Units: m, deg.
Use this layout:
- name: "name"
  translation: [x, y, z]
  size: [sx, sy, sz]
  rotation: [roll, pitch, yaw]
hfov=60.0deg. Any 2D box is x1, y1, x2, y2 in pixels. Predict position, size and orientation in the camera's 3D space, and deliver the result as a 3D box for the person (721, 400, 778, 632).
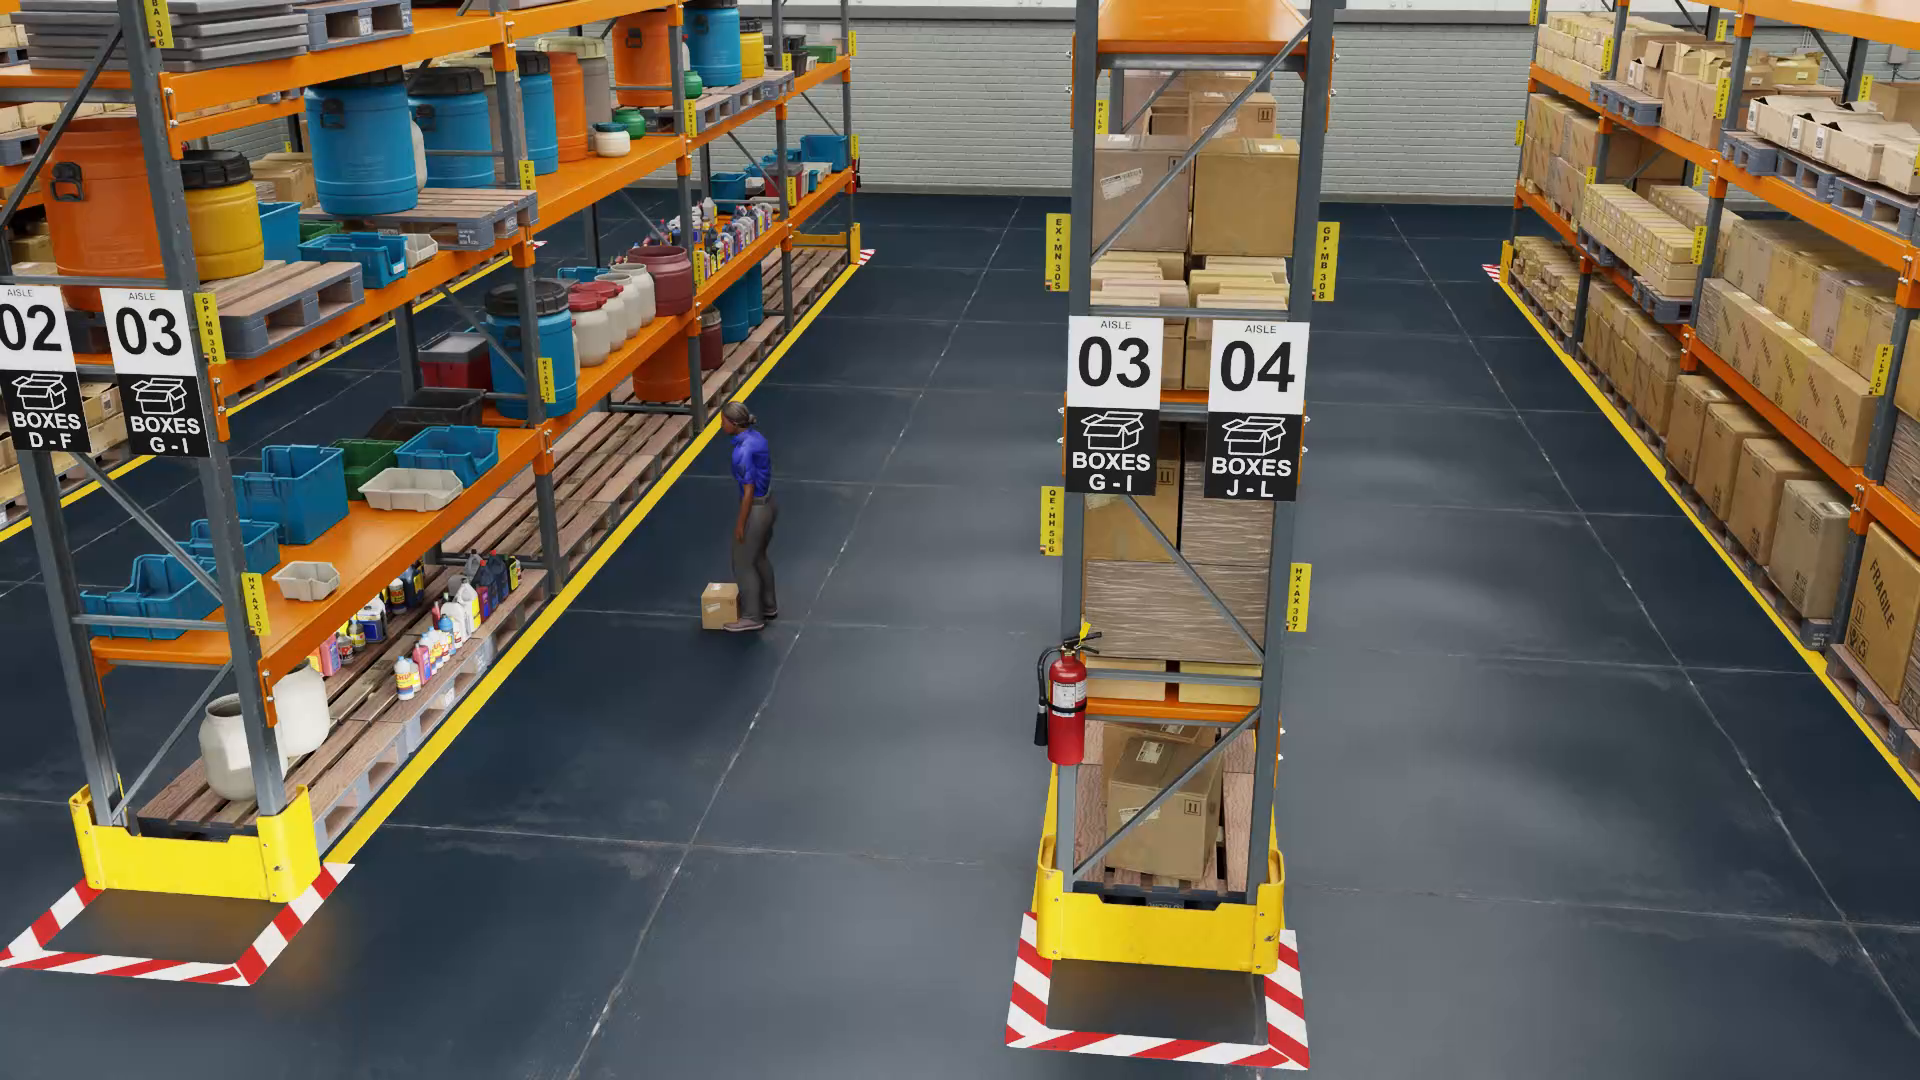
- name: "person"
  translation: [-1.473, -0.178, 11.547]
  size: [0.392, 1.654, 0.511]
  rotation: [2, 21, 6]
